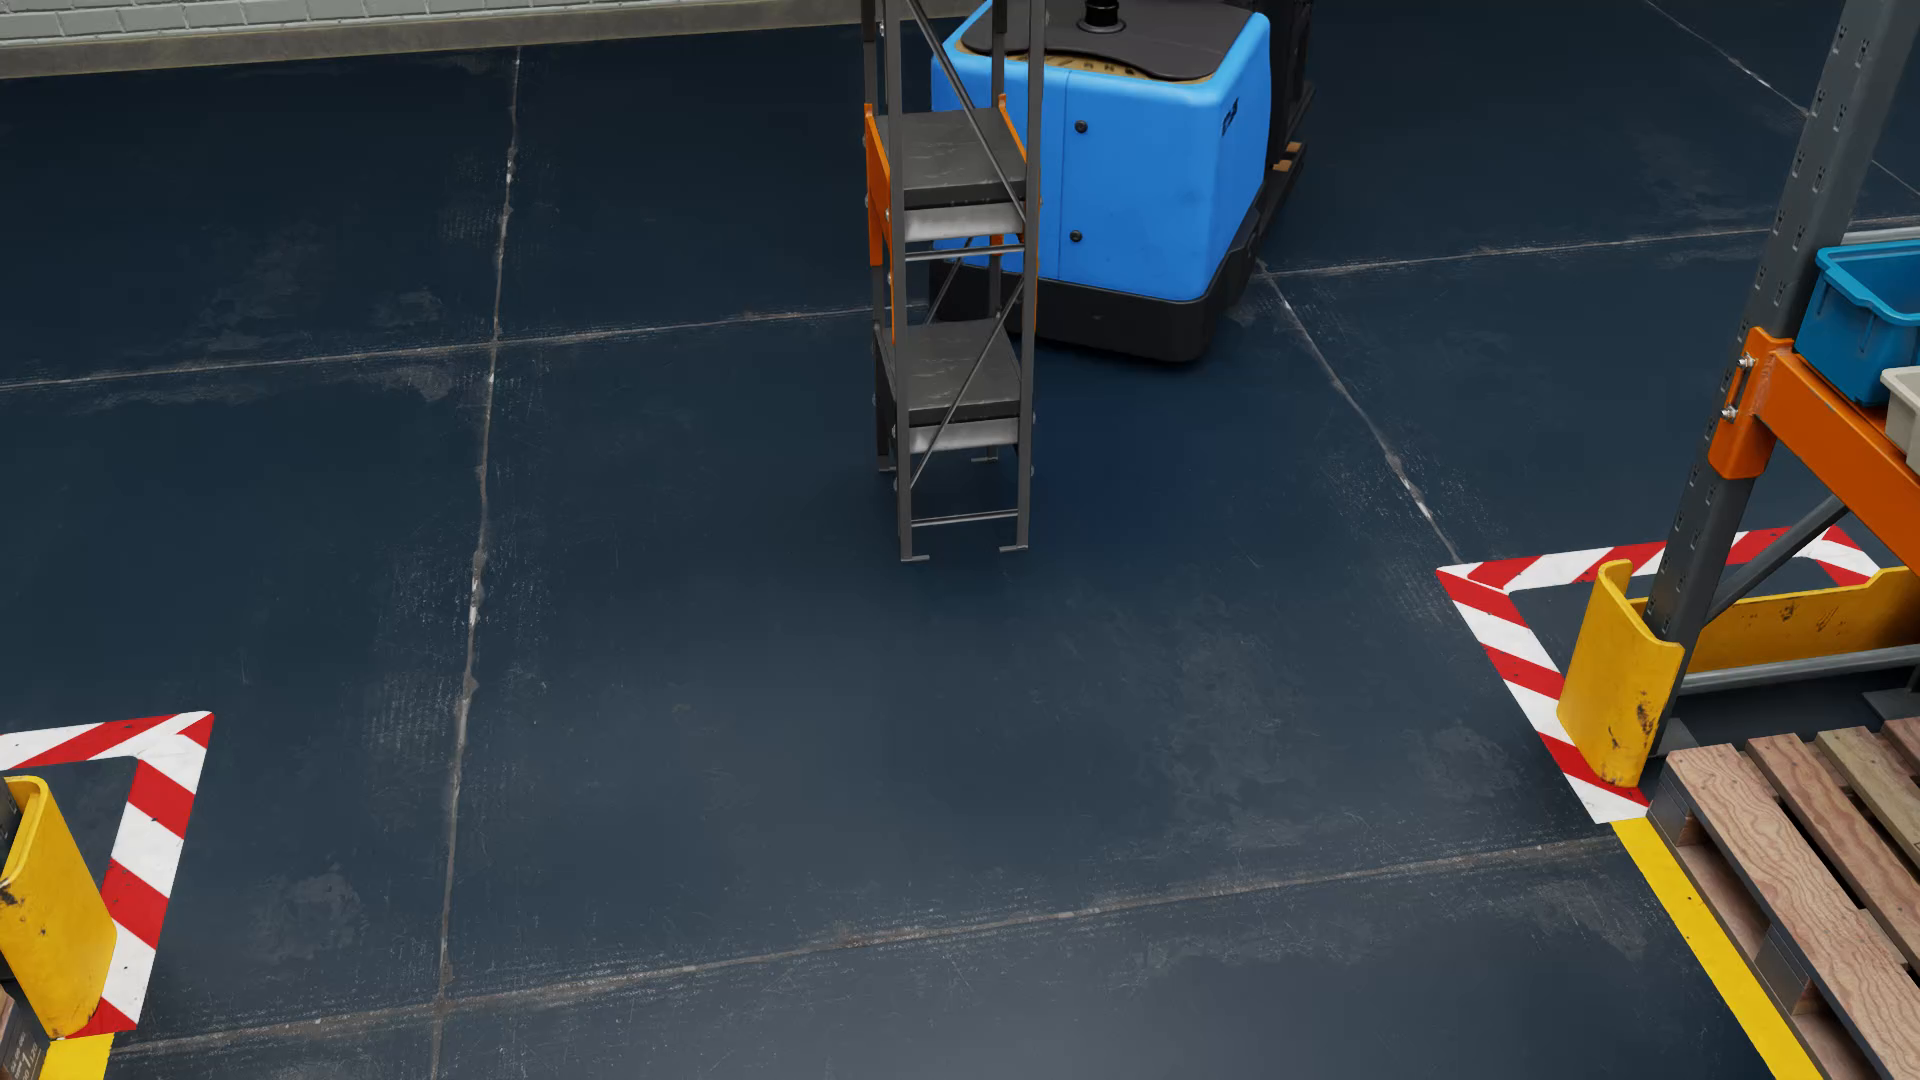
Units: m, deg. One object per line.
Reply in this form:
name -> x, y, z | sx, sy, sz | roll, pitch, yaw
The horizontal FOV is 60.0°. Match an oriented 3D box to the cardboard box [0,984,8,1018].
cardboard box -> -2.269, 0.972, 3.233 | 0.500, 0.500, 0.500 | -6, 38, -8

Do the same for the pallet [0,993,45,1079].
pallet -> -2.452, 1.485, 3.167 | 1.003, 0.211, 1.213 | -6, 38, -8

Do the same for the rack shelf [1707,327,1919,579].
rack shelf -> 2.622, 0.818, 2.339 | 1.077, 0.370, 4.000 | -6, 38, -8

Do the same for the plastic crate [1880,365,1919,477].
plastic crate -> 1.965, -0.207, 3.237 | 0.250, 0.136, 0.298 | -6, 38, -8

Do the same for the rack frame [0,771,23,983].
rack frame -> -2.606, -0.144, 2.990 | 1.000, 3.000, 0.127 | -6, 38, -8

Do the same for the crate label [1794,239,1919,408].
crate label -> 1.990, -0.447, 3.468 | 0.416, 0.233, 0.303 | -6, 38, -8

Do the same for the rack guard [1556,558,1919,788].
rack guard -> 2.254, 0.300, 4.457 | 1.175, 0.500, 0.348 | -6, 38, -8

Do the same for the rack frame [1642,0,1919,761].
rack frame -> 2.271, -0.674, 3.673 | 1.000, 3.000, 0.127 | -6, 38, -8

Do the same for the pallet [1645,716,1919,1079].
pallet -> 2.377, 0.929, 3.882 | 1.003, 0.211, 1.213 | -6, 38, -8

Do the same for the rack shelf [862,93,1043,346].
rack shelf -> -0.029, -0.918, 4.743 | 0.431, 0.518, 0.480 | -6, 38, -8

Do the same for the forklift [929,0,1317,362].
forklift -> 0.877, -2.701, 6.337 | 1.130, 2.935, 3.031 | 13, 40, 16

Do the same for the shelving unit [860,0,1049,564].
shelving unit -> -0.029, -0.929, 4.735 | 0.431, 2.100, 0.503 | -6, 38, -8

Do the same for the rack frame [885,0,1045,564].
rack frame -> 0.014, -0.782, 4.545 | 0.400, 2.100, 0.015 | -6, 38, -8

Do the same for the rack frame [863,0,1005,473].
rack frame -> -0.072, -1.077, 4.924 | 0.400, 2.100, 0.015 | -6, 38, -8

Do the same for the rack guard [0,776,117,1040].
rack guard -> -2.593, 0.889, 3.698 | 1.175, 0.500, 0.348 | -6, 38, -8

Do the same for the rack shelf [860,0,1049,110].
rack shelf -> -0.029, -1.471, 4.313 | 0.431, 0.518, 0.480 | -6, 38, -8

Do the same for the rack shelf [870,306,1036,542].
rack shelf -> -0.029, -0.366, 5.172 | 0.431, 0.518, 0.480 | -6, 38, -8
